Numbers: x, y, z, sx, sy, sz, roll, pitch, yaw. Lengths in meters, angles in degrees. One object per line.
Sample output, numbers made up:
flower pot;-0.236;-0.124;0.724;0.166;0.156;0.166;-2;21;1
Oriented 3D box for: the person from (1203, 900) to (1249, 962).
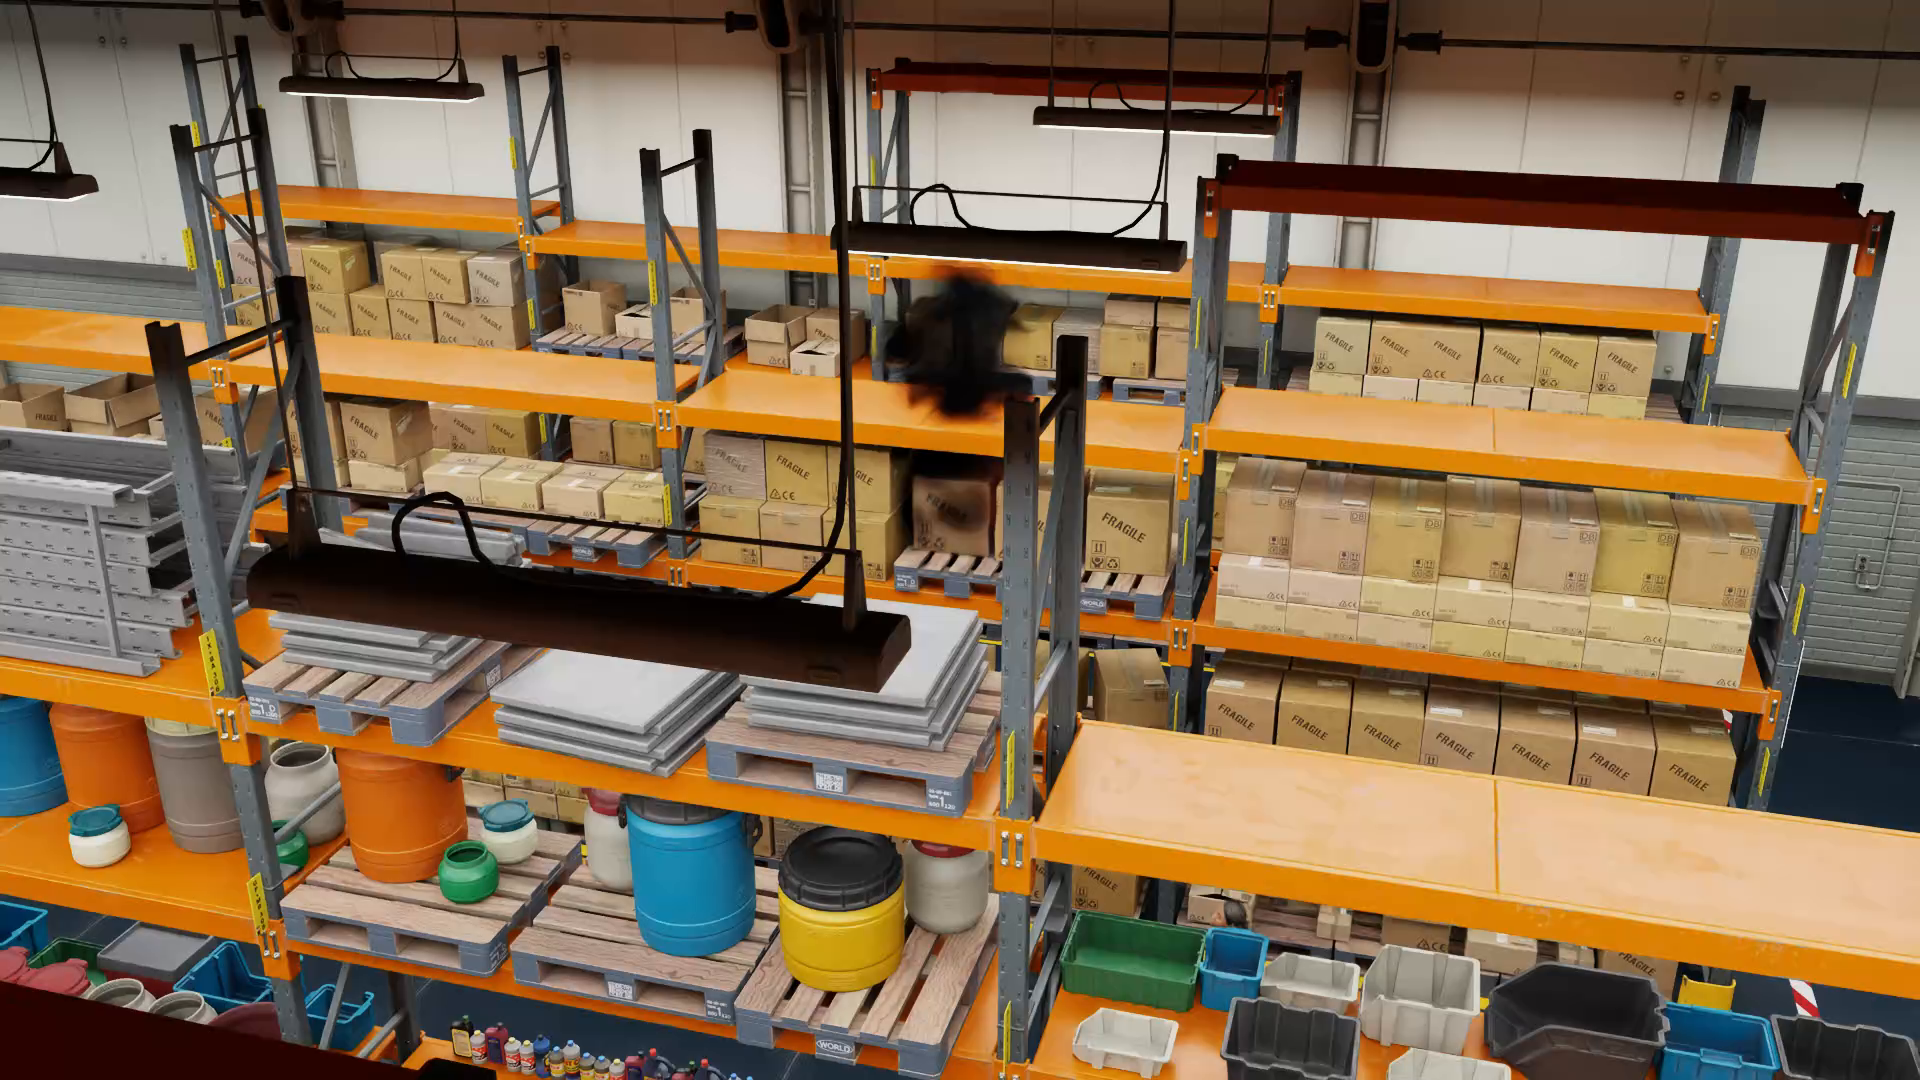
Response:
person;1.727;3.114;11.193;0.565;1.599;0.601;2;23;5
